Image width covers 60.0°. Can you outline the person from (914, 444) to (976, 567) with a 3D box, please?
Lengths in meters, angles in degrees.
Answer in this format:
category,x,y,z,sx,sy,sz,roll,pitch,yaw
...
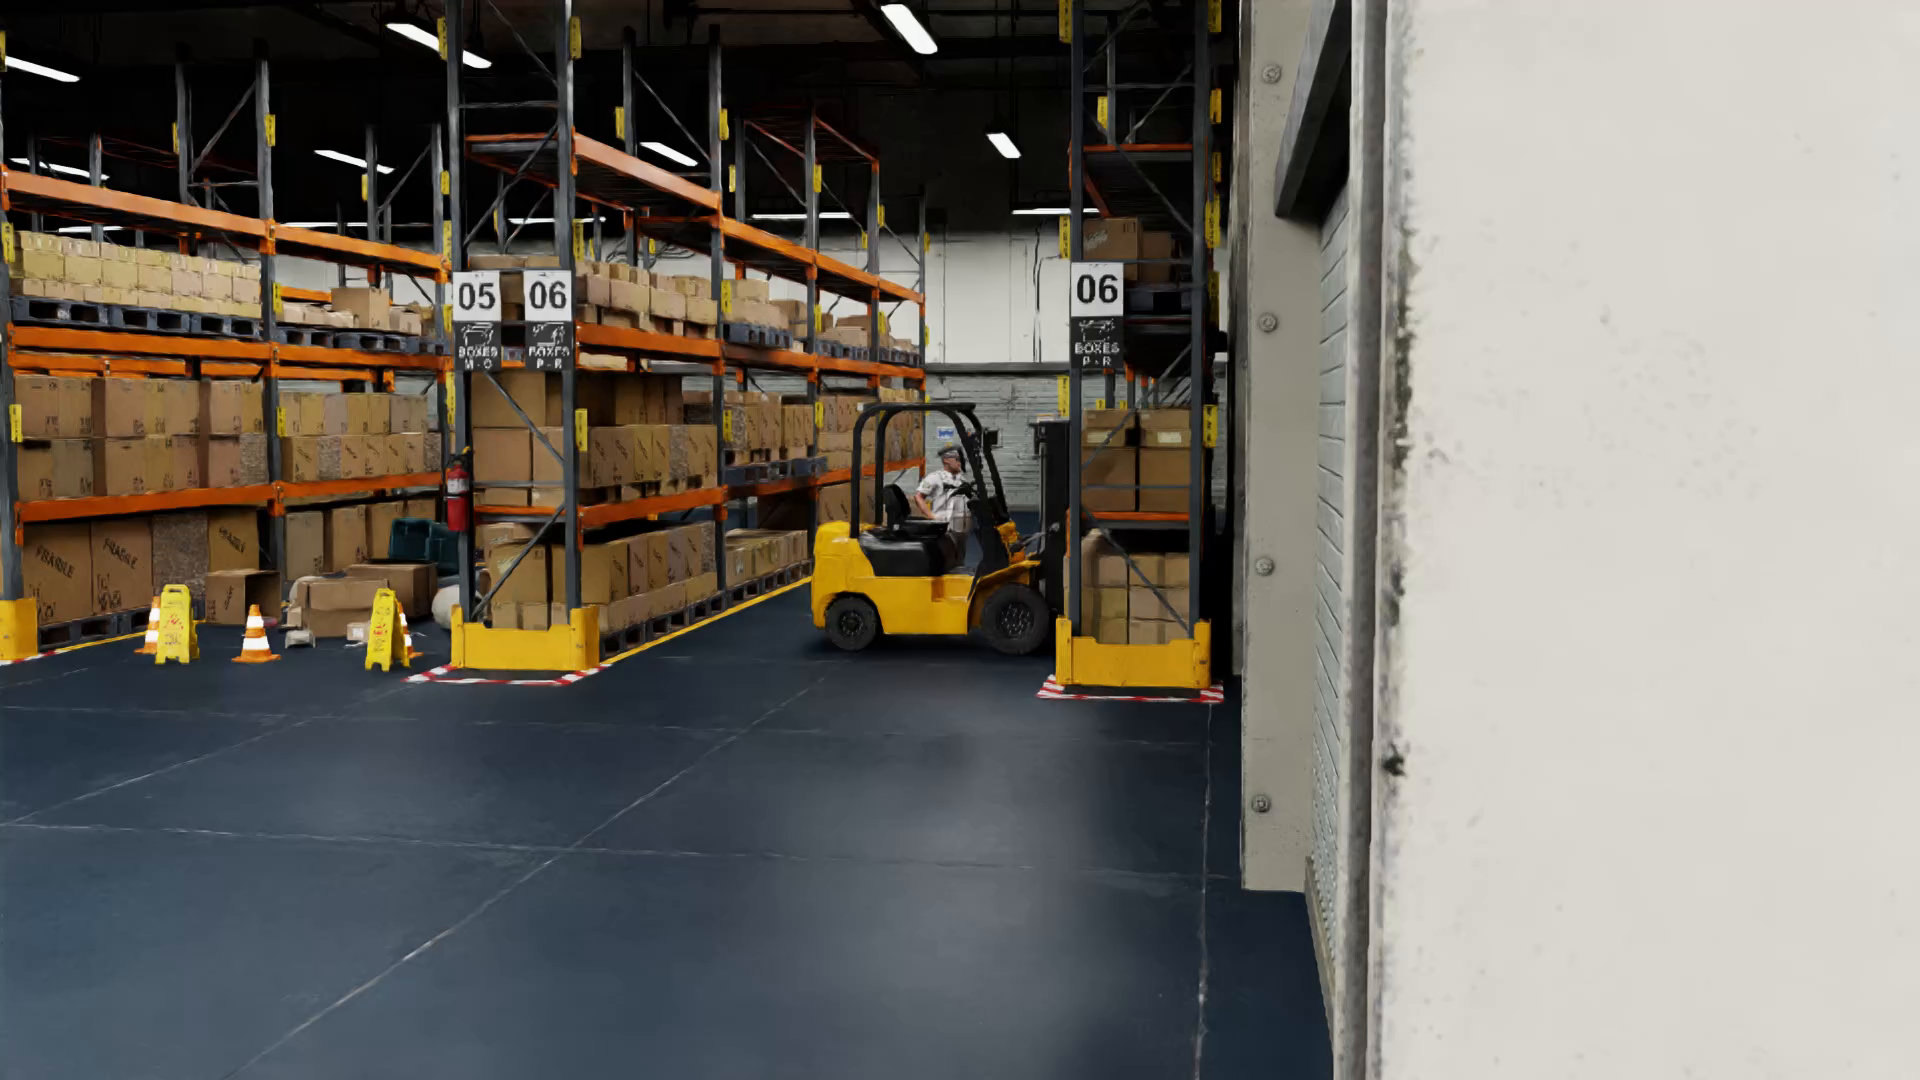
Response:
category,x,y,z,sx,sy,sz,roll,pitch,yaw
person,-0.019,-0.050,16.451,0.770,1.784,0.763,4,6,40
